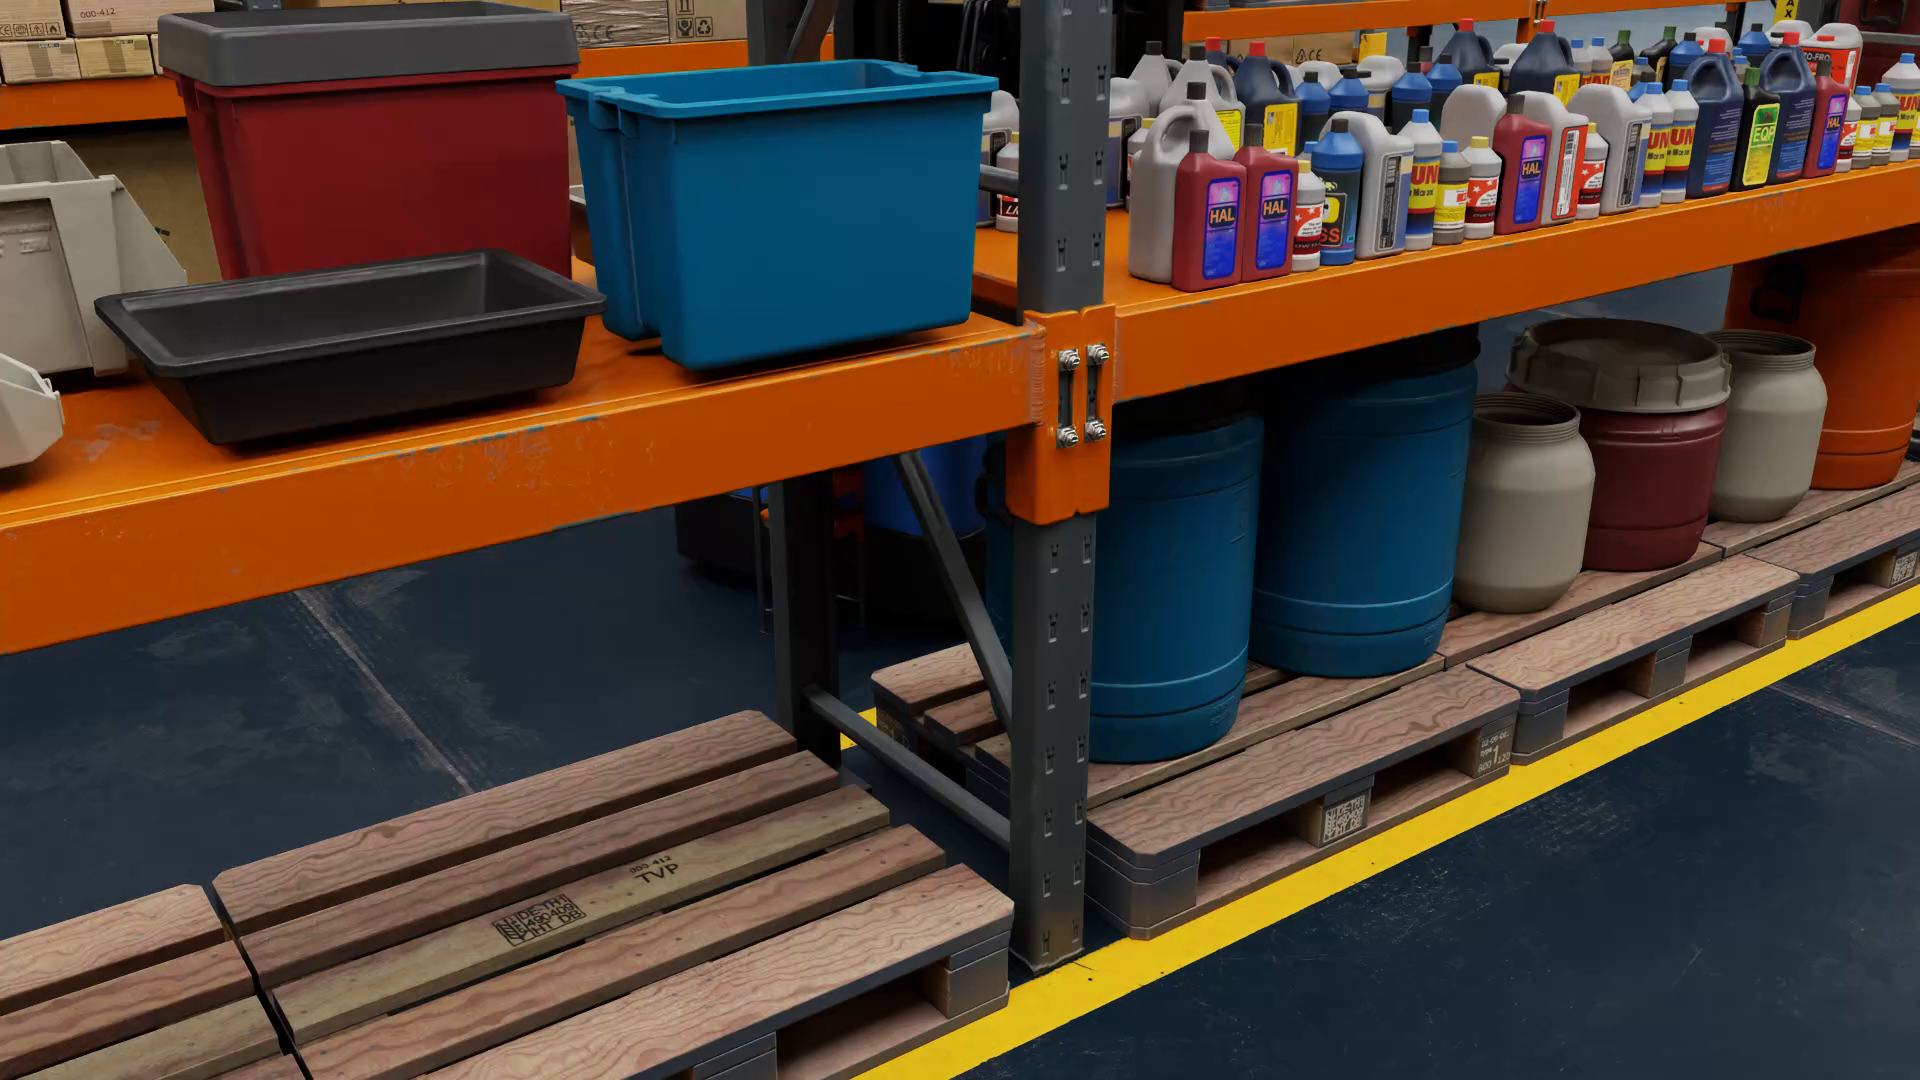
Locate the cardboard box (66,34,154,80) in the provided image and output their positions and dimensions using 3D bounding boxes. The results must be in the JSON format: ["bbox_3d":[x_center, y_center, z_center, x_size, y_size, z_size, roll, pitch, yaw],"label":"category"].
[{"bbox_3d":[-3.253,-1.854,6.335,0.250,0.149,0.380,-14,26,-32],"label":"cardboard box"}]

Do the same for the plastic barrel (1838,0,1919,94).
[{"bbox_3d":[3.352,-1.822,5.732,0.708,0.536,0.600,-15,26,-33],"label":"plastic barrel"}]

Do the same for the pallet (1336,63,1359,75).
[{"bbox_3d":[3.336,-4.811,17.169,1.213,0.211,1.003,-15,26,-33],"label":"pallet"}]

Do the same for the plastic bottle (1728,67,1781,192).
[{"bbox_3d":[1.887,-0.981,3.965,0.133,0.283,0.061,-15,26,-33],"label":"plastic bottle"}]

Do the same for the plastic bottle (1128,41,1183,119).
[{"bbox_3d":[0.460,-0.976,3.861,0.185,0.351,0.144,-15,26,-33],"label":"plastic bottle"}]

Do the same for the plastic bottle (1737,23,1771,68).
[{"bbox_3d":[2.502,-1.494,5.267,0.097,0.271,0.097,0,22,0],"label":"plastic bottle"}]

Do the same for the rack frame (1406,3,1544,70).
[{"bbox_3d":[3.507,-3.923,11.181,0.127,3.000,1.000,-15,26,-33],"label":"rack frame"}]

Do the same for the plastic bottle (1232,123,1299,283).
[{"bbox_3d":[0.560,-0.627,3.078,0.133,0.283,0.061,-15,26,-33],"label":"plastic bottle"}]

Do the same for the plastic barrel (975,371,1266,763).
[{"bbox_3d":[0.357,-0.035,3.700,0.708,0.901,0.600,-15,26,-33],"label":"plastic barrel"}]

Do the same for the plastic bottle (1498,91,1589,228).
[{"bbox_3d":[1.255,-0.830,3.596,0.135,0.276,0.152,-15,26,-33],"label":"plastic bottle"}]

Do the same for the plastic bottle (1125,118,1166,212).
[{"bbox_3d":[0.421,-0.837,3.715,0.097,0.201,0.097,0,22,0],"label":"plastic bottle"}]

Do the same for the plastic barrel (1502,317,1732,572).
[{"bbox_3d":[1.848,-0.287,4.755,0.708,0.588,0.600,-15,26,-33],"label":"plastic barrel"}]

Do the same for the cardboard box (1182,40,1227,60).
[{"bbox_3d":[1.973,-4.957,16.071,0.875,0.875,0.875,-15,26,-32],"label":"cardboard box"}]

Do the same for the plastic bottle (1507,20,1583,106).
[{"bbox_3d":[1.553,-1.198,4.417,0.185,0.351,0.144,-15,26,-33],"label":"plastic bottle"}]

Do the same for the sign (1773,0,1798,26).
[{"bbox_3d":[2.825,-1.807,5.657,0.005,0.325,0.100,-15,26,-33],"label":"sign"}]

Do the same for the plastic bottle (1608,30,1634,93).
[{"bbox_3d":[1.914,-1.351,4.893,0.133,0.283,0.061,-15,26,-33],"label":"plastic bottle"}]

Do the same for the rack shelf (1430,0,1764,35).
[{"bbox_3d":[5.130,-4.022,12.399,4.000,0.370,1.077,-15,26,-33],"label":"rack shelf"}]

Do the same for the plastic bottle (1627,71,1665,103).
[{"bbox_3d":[1.627,-0.980,3.979,0.097,0.271,0.097,0,22,0],"label":"plastic bottle"}]

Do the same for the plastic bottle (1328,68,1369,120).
[{"bbox_3d":[0.940,-1.008,4.049,0.097,0.271,0.097,0,22,0],"label":"plastic bottle"}]

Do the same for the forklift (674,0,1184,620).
[{"bbox_3d":[0.326,-1.634,5.537,1.130,2.935,3.031,13,25,29],"label":"forklift"}]

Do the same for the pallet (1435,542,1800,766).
[{"bbox_3d":[1.547,0.174,4.676,1.213,0.211,1.003,-15,26,-33],"label":"pallet"}]

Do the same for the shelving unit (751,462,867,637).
[{"bbox_3d":[-0.419,-0.299,4.526,0.258,1.200,0.189,13,25,29],"label":"shelving unit"}]

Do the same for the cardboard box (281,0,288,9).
[{"bbox_3d":[-2.767,-2.421,7.282,0.500,0.500,0.500,-15,26,-33],"label":"cardboard box"}]

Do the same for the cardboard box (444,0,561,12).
[{"bbox_3d":[-2.060,-2.371,7.157,0.500,0.500,0.500,-15,26,-33],"label":"cardboard box"}]

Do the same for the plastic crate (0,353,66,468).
[{"bbox_3d":[-1.333,-0.139,1.973,0.466,0.136,0.293,-15,26,-33],"label":"plastic crate"}]

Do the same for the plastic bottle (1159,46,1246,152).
[{"bbox_3d":[0.545,-0.933,3.753,0.185,0.351,0.144,-15,26,-33],"label":"plastic bottle"}]

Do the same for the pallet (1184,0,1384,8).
[{"bbox_3d":[1.843,-3.409,10.151,1.213,0.211,1.003,-15,26,-33],"label":"pallet"}]

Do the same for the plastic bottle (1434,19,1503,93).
[{"bbox_3d":[1.355,-1.214,4.459,0.185,0.351,0.144,-15,26,-33],"label":"plastic bottle"}]

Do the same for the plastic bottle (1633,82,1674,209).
[{"bbox_3d":[1.554,-0.895,3.765,0.097,0.271,0.097,0,22,0],"label":"plastic bottle"}]

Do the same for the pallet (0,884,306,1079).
[{"bbox_3d":[-1.660,1.030,2.530,1.213,0.211,1.003,-15,26,-33],"label":"pallet"}]

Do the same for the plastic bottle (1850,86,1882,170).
[{"bbox_3d":[2.307,-1.063,4.282,0.097,0.201,0.097,0,22,0],"label":"plastic bottle"}]

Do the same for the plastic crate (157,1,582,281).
[{"bbox_3d":[-0.966,-0.641,2.789,0.583,0.464,0.402,-15,26,-33],"label":"plastic crate"}]

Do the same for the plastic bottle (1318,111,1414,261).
[{"bbox_3d":[0.801,-0.709,3.292,0.135,0.276,0.152,-15,26,-33],"label":"plastic bottle"}]

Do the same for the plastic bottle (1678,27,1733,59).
[{"bbox_3d":[2.237,-1.413,5.058,0.135,0.276,0.152,-15,26,-33],"label":"plastic bottle"}]

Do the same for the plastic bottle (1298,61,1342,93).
[{"bbox_3d":[0.852,-1.044,4.132,0.135,0.276,0.152,-15,26,-33],"label":"plastic bottle"}]

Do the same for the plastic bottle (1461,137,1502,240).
[{"bbox_3d":[1.069,-0.733,3.454,0.097,0.201,0.097,0,22,0],"label":"plastic bottle"}]

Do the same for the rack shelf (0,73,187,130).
[{"bbox_3d":[-4.611,-1.425,5.890,4.000,0.370,1.077,-15,26,-33],"label":"rack shelf"}]

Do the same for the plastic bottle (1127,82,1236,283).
[{"bbox_3d":[0.413,-0.666,3.085,0.185,0.351,0.144,-15,26,-33],"label":"plastic bottle"}]

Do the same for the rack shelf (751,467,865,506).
[{"bbox_3d":[-0.419,-0.146,4.587,0.258,0.103,0.180,13,25,29],"label":"rack shelf"}]

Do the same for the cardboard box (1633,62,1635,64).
[{"bbox_3d":[4.773,-3.316,12.465,0.500,0.500,0.500,-18,28,-37],"label":"cardboard box"}]

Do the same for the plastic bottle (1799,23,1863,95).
[{"bbox_3d":[2.701,-1.467,5.194,0.135,0.276,0.152,-15,26,-33],"label":"plastic bottle"}]

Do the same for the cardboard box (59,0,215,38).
[{"bbox_3d":[-3.192,-2.085,6.376,0.500,0.250,0.500,-15,26,-34],"label":"cardboard box"}]

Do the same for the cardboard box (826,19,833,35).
[{"bbox_3d":[-0.824,-2.703,7.988,0.500,0.500,0.500,-16,27,-35],"label":"cardboard box"}]

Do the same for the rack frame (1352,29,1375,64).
[{"bbox_3d":[3.939,-6.303,17.145,0.127,3.000,1.000,-15,26,-33],"label":"rack frame"}]
